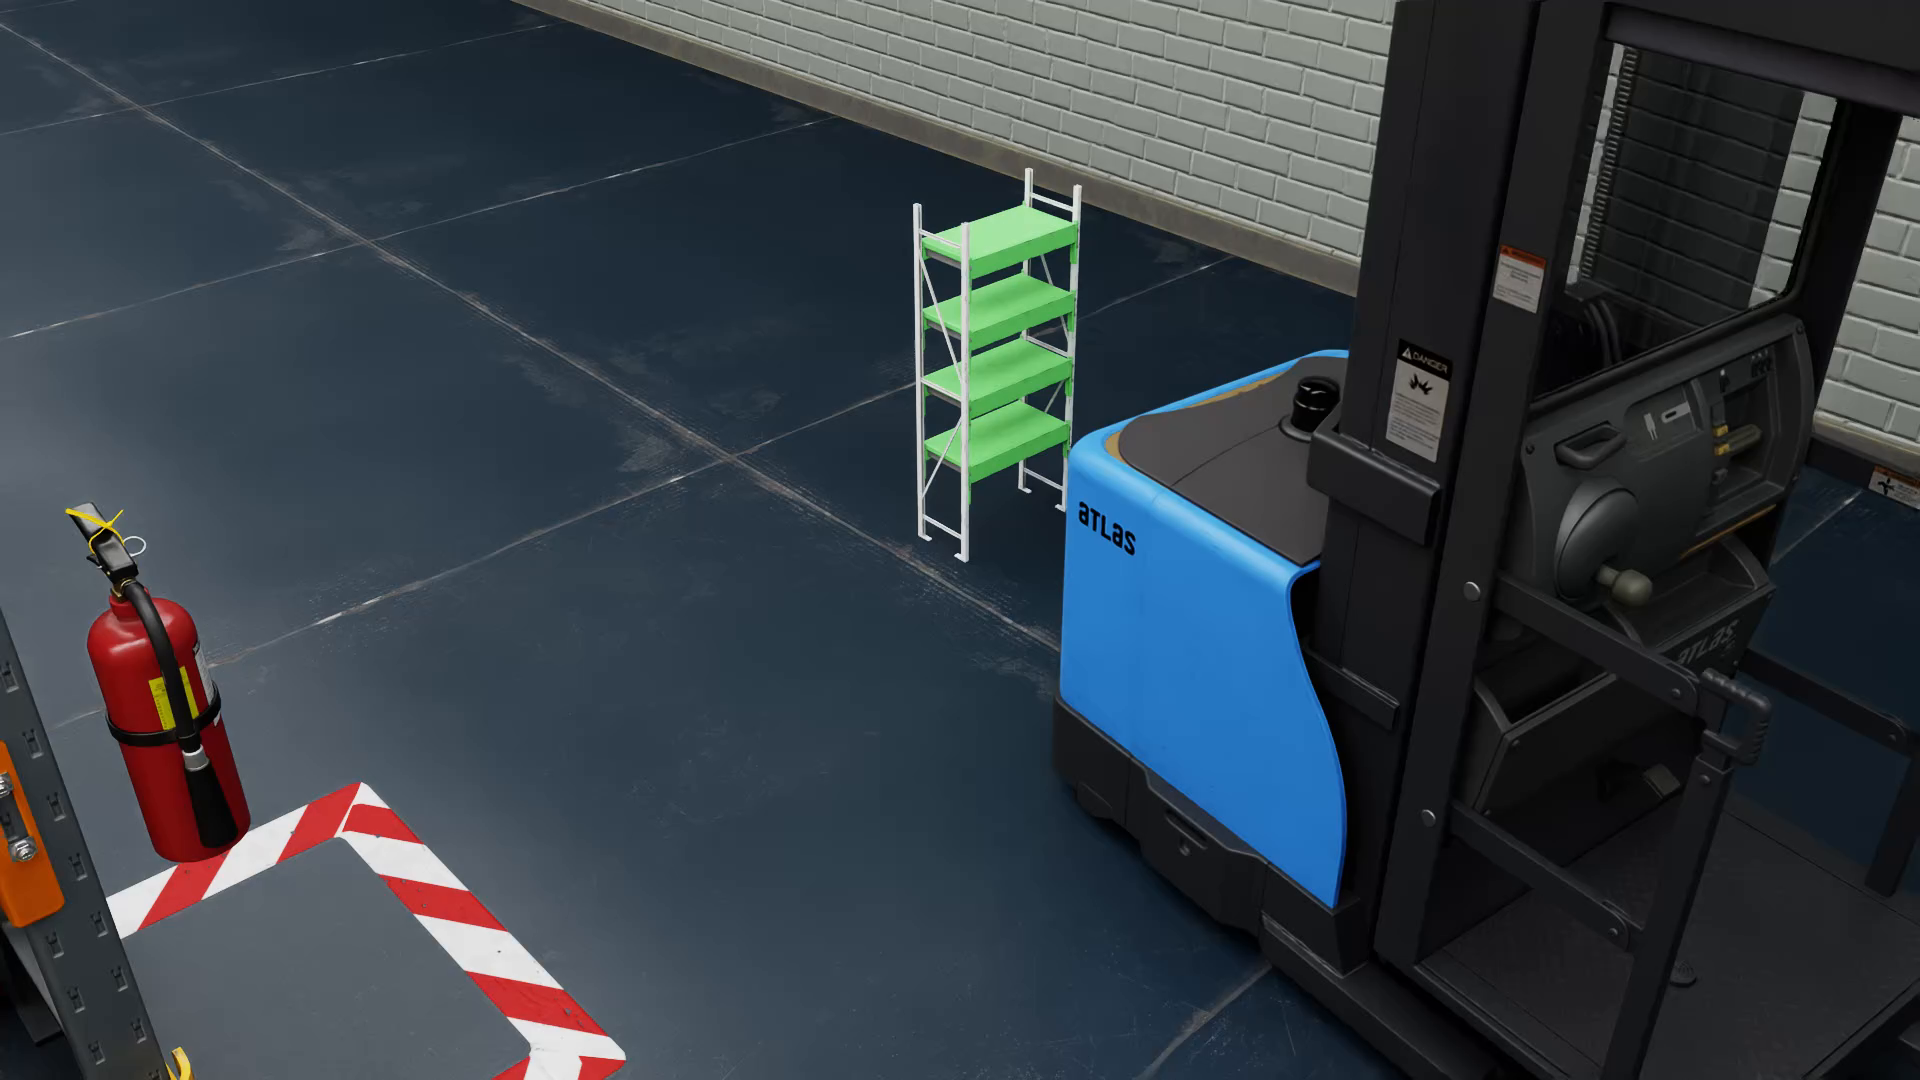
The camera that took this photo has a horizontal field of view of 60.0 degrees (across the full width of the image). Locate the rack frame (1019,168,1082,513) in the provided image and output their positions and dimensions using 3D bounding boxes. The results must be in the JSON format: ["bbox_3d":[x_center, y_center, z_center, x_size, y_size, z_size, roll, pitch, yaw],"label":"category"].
[{"bbox_3d":[0.300,-0.657,5.675,0.015,1.200,0.240,-26,40,-35],"label":"rack frame"}]

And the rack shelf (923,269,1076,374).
[{"bbox_3d":[0.121,-0.721,5.441,0.480,0.148,0.258,-26,40,-35],"label":"rack shelf"}]

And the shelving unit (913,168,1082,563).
[{"bbox_3d":[0.121,-0.571,5.533,0.503,1.200,0.258,-26,40,-35],"label":"shelving unit"}]

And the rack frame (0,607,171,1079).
[{"bbox_3d":[-1.894,-0.025,2.916,0.127,3.000,1.000,-26,40,-35],"label":"rack frame"}]

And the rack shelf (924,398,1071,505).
[{"bbox_3d":[0.121,-0.311,5.692,0.480,0.148,0.258,-26,40,-35],"label":"rack shelf"}]

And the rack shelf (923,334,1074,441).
[{"bbox_3d":[0.121,-0.516,5.566,0.480,0.148,0.258,-26,40,-35],"label":"rack shelf"}]

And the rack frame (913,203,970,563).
[{"bbox_3d":[-0.058,-0.484,5.391,0.015,1.200,0.240,-26,40,-35],"label":"rack frame"}]

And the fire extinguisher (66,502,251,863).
[{"bbox_3d":[-1.396,0.254,2.891,0.183,0.674,0.296,-26,40,-35],"label":"fire extinguisher"}]

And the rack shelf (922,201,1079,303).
[{"bbox_3d":[0.121,-0.926,5.316,0.480,0.148,0.258,-26,40,-35],"label":"rack shelf"}]

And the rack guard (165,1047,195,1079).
[{"bbox_3d":[-1.950,1.068,3.524,0.348,0.500,1.175,-26,40,-35],"label":"rack guard"}]

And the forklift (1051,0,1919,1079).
[{"bbox_3d":[1.527,-0.112,3.123,1.130,2.935,3.031,-21,37,-30],"label":"forklift"}]

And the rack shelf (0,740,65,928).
[{"bbox_3d":[-3.361,0.991,1.943,4.000,0.370,1.077,-26,40,-35],"label":"rack shelf"}]
